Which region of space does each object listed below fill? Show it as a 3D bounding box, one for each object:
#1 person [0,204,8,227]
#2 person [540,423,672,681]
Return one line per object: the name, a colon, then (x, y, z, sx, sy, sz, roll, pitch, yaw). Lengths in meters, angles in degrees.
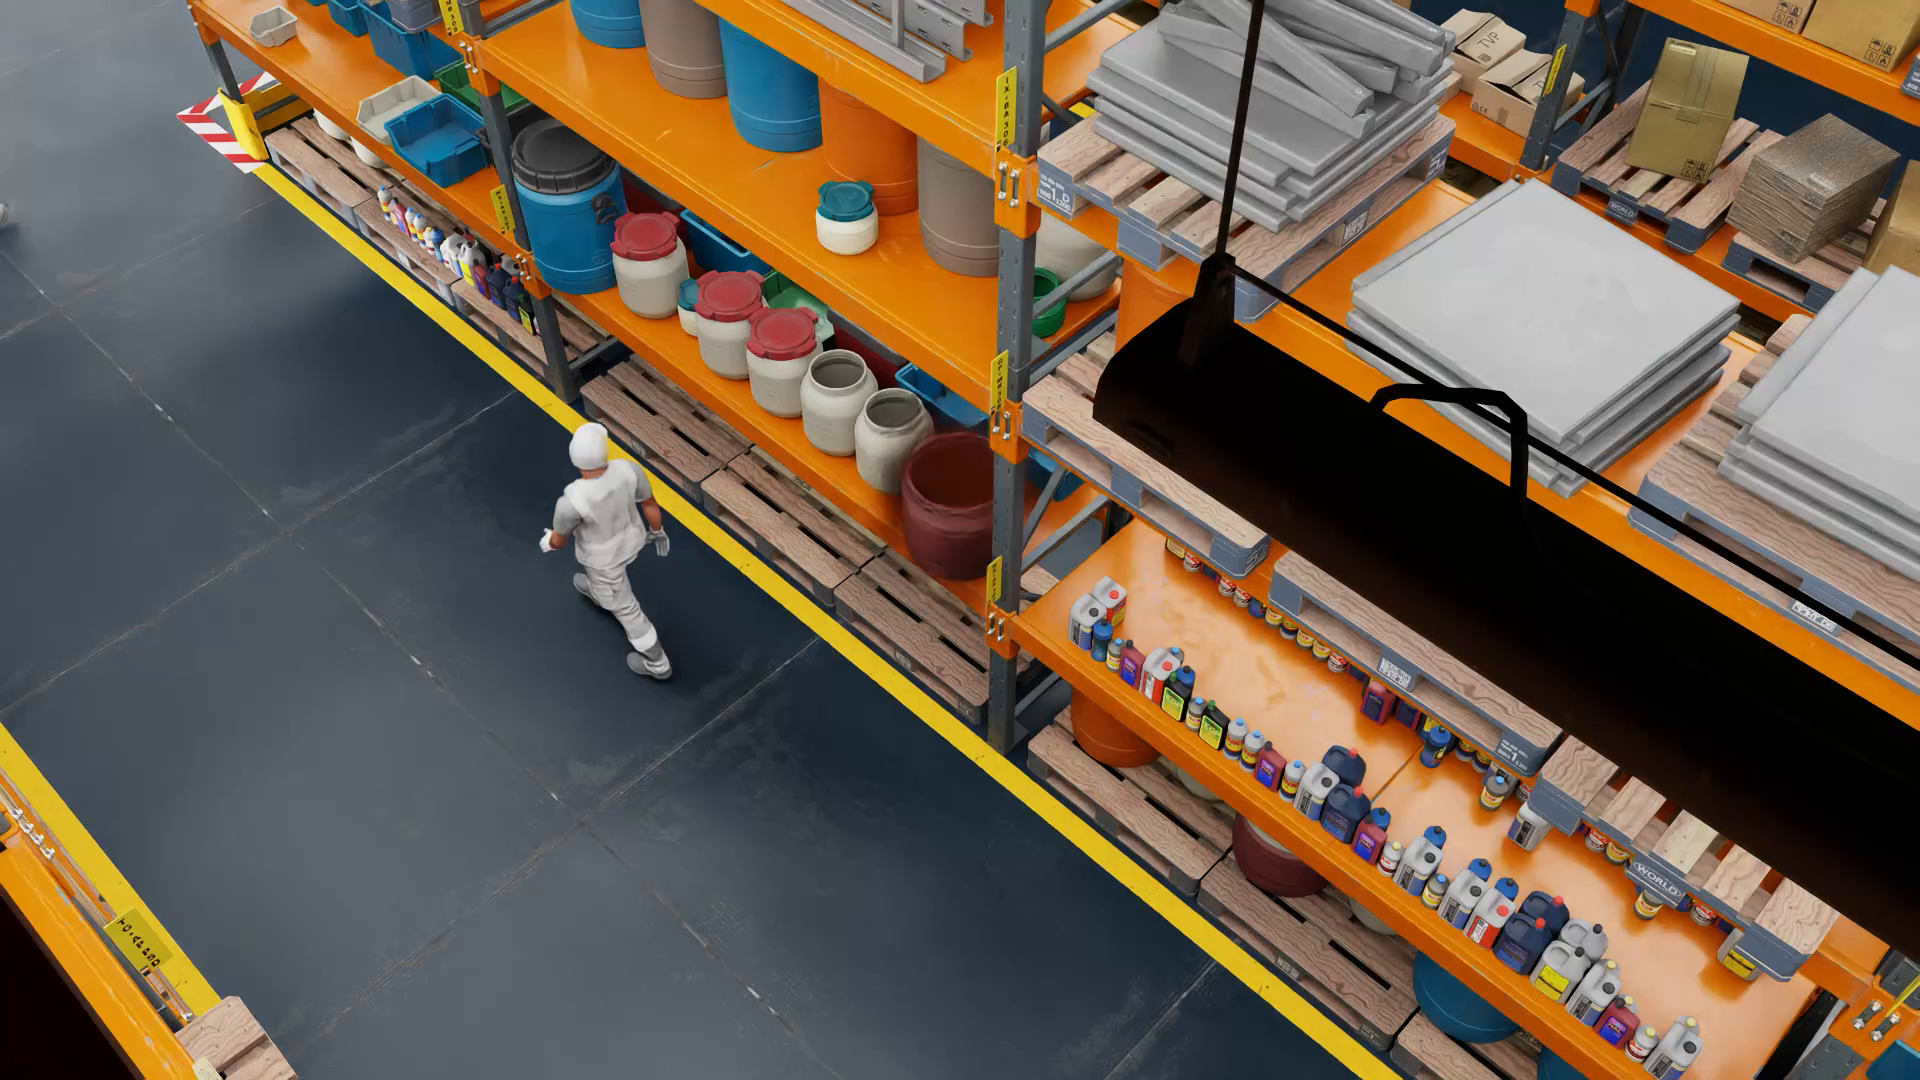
person: (-7.093, -2.590, 11.437, 0.563, 1.746, 0.896, 21, 53, 17)
person: (-2.010, -0.030, 9.240, 0.978, 1.743, 0.560, 35, 58, 26)
